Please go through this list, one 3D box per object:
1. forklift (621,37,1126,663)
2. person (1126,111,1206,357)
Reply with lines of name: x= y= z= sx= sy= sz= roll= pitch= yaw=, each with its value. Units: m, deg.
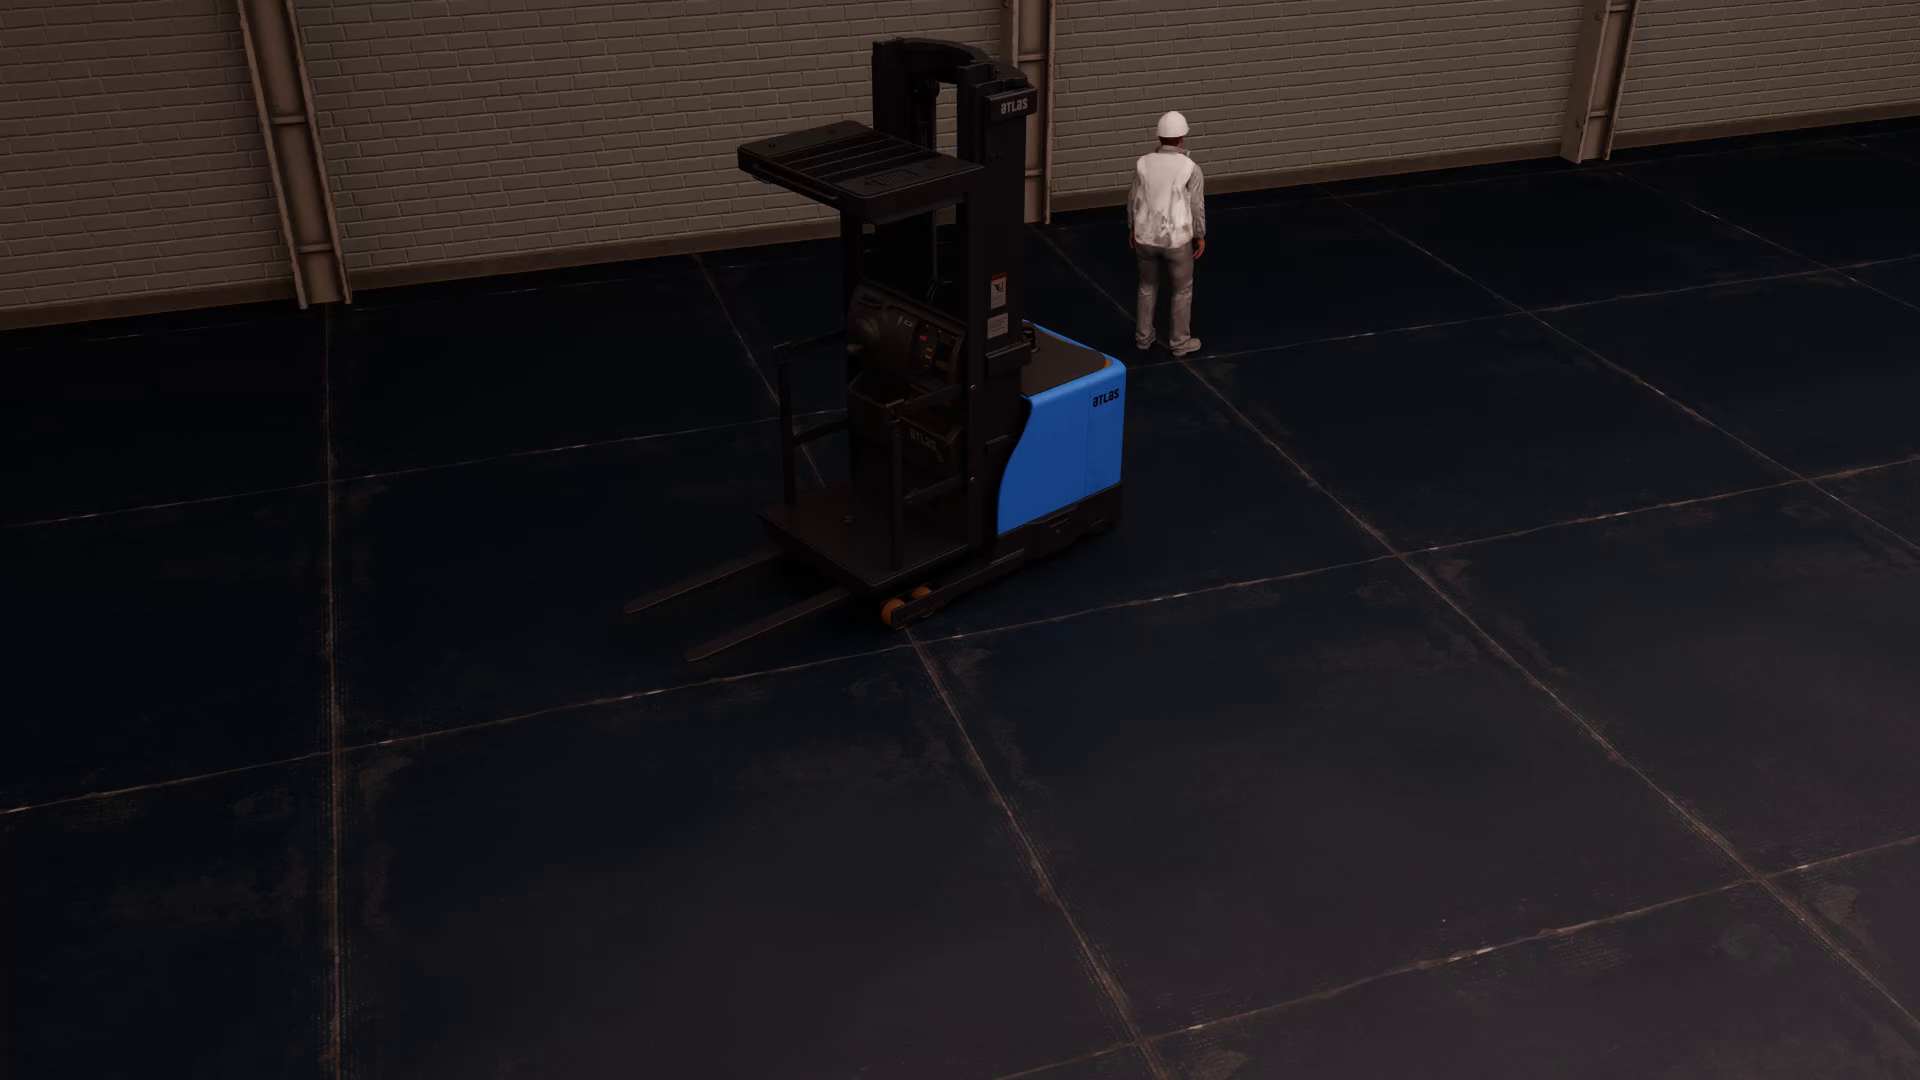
forklift: x=-0.461 y=-1.072 z=8.951 sx=3.031 sy=2.935 sz=1.130 roll=-23 pitch=37 yaw=-34
person: x=1.498 y=-2.222 z=12.112 sx=0.594 sy=1.773 sz=0.457 roll=14 pitch=33 yaw=22
